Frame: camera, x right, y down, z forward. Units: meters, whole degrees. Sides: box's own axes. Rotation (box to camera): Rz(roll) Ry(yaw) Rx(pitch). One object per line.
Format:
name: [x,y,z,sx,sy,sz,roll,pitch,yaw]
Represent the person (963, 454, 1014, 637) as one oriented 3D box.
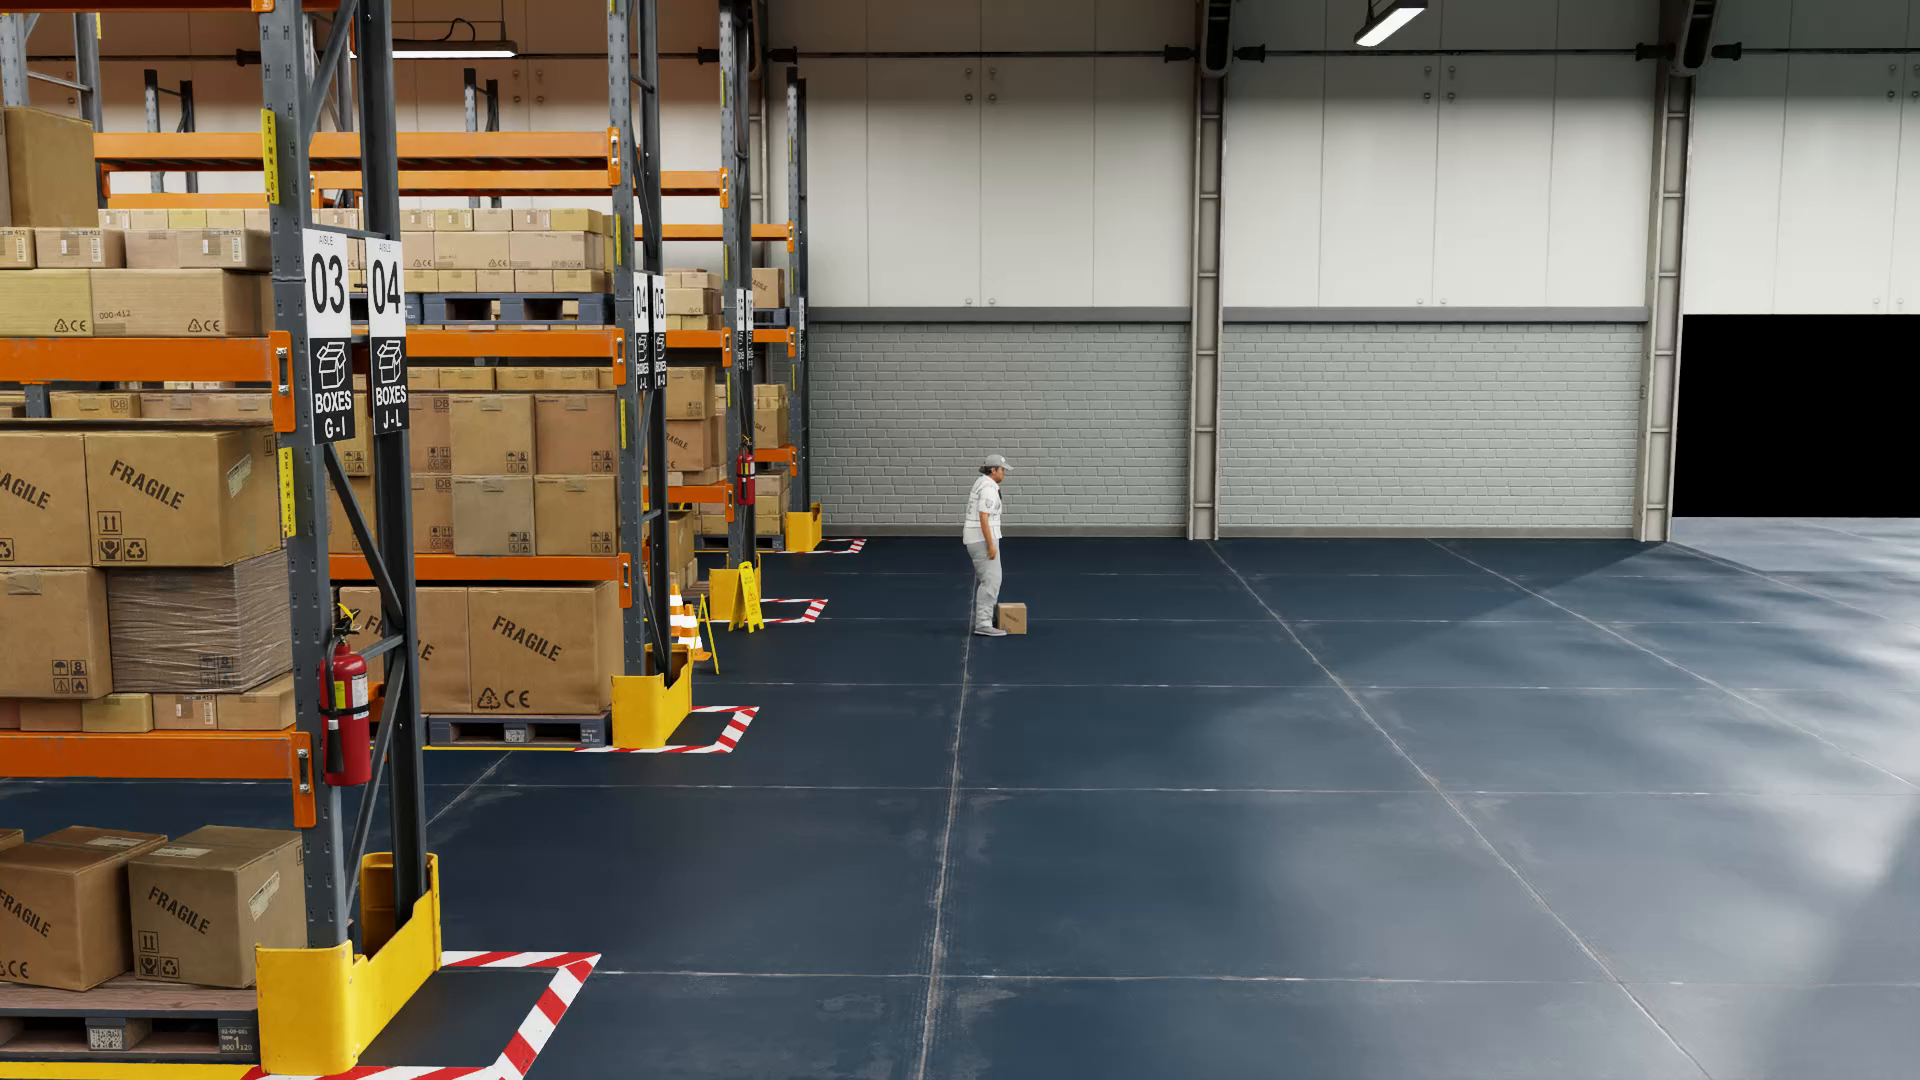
person: [0.266,0.034,15.492,0.470,1.665,0.563,0,7,-2]
